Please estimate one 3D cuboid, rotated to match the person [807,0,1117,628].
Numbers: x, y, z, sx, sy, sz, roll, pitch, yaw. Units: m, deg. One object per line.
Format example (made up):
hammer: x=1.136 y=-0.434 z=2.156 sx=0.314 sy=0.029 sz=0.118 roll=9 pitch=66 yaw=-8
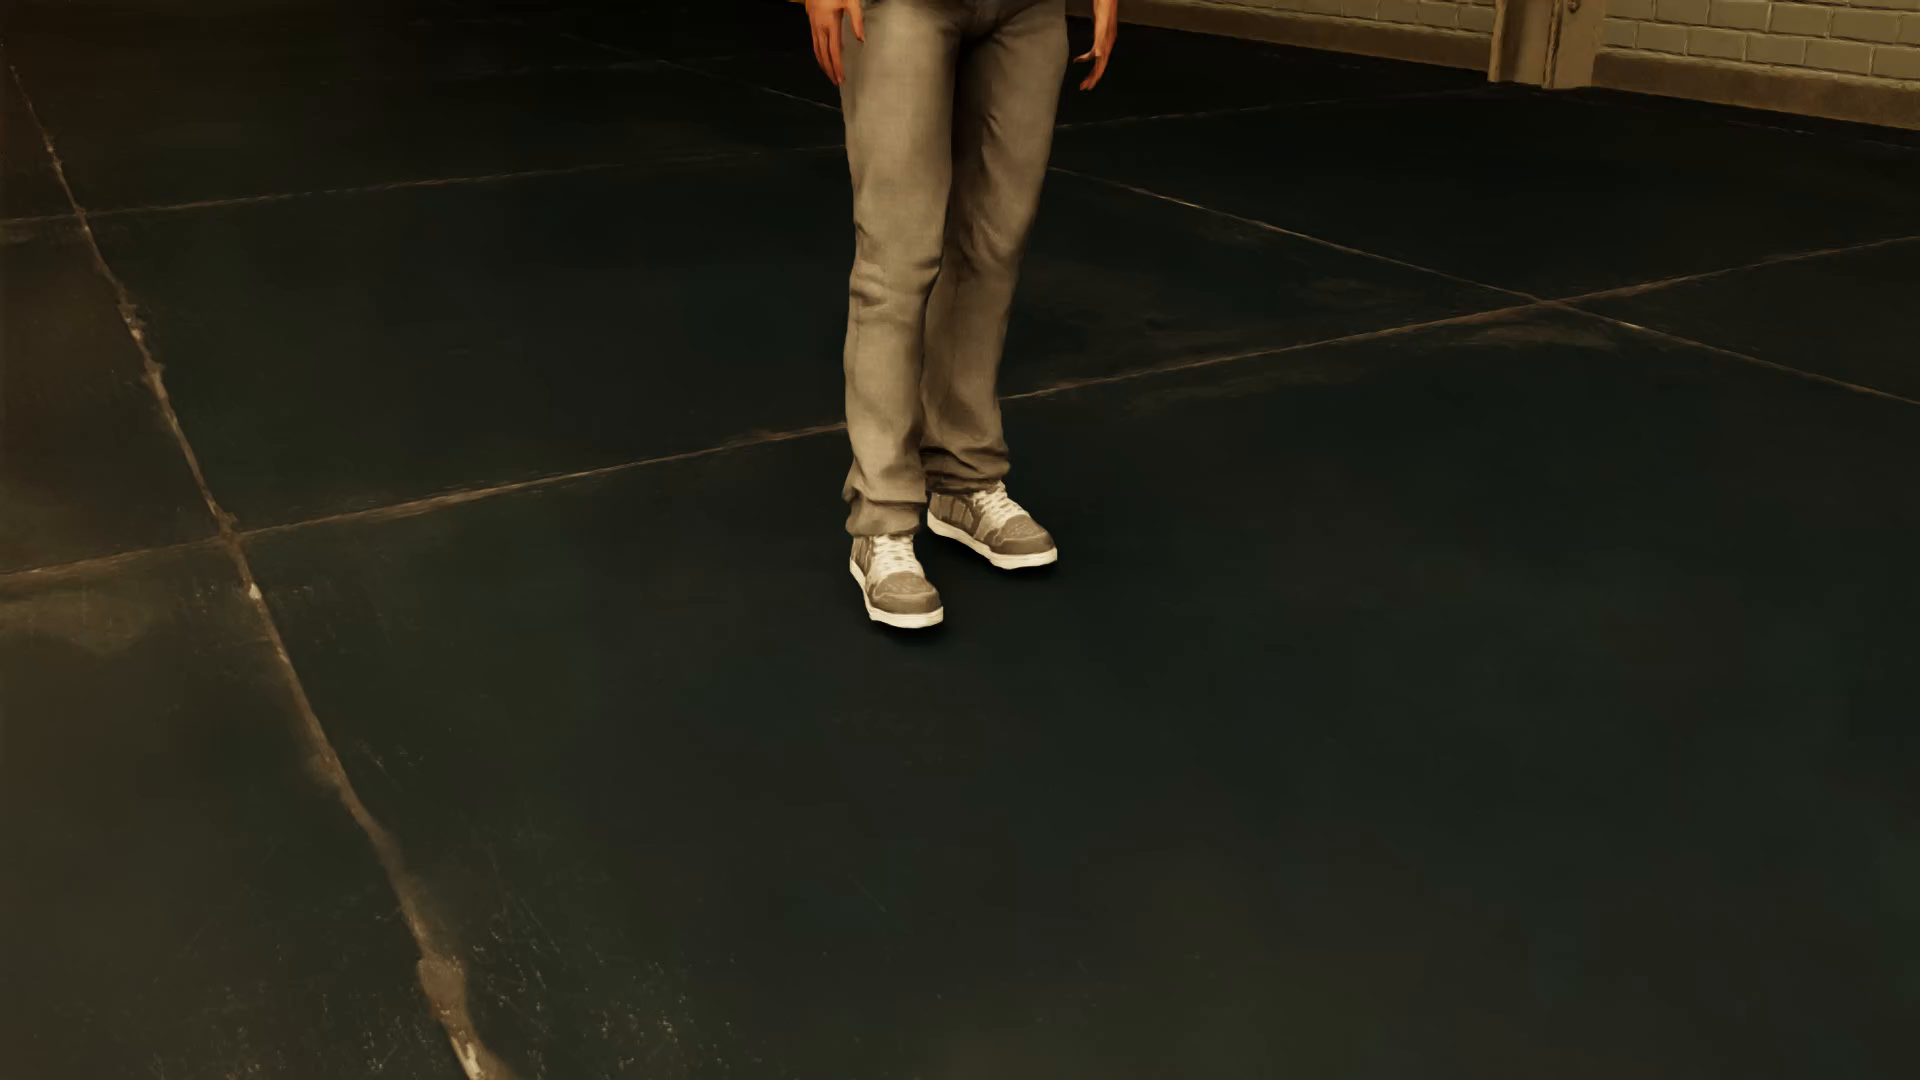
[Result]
person: x=0.025 y=-0.718 z=2.263 sx=0.521 sy=1.597 sz=0.474 roll=-12 pitch=25 yaw=-28
